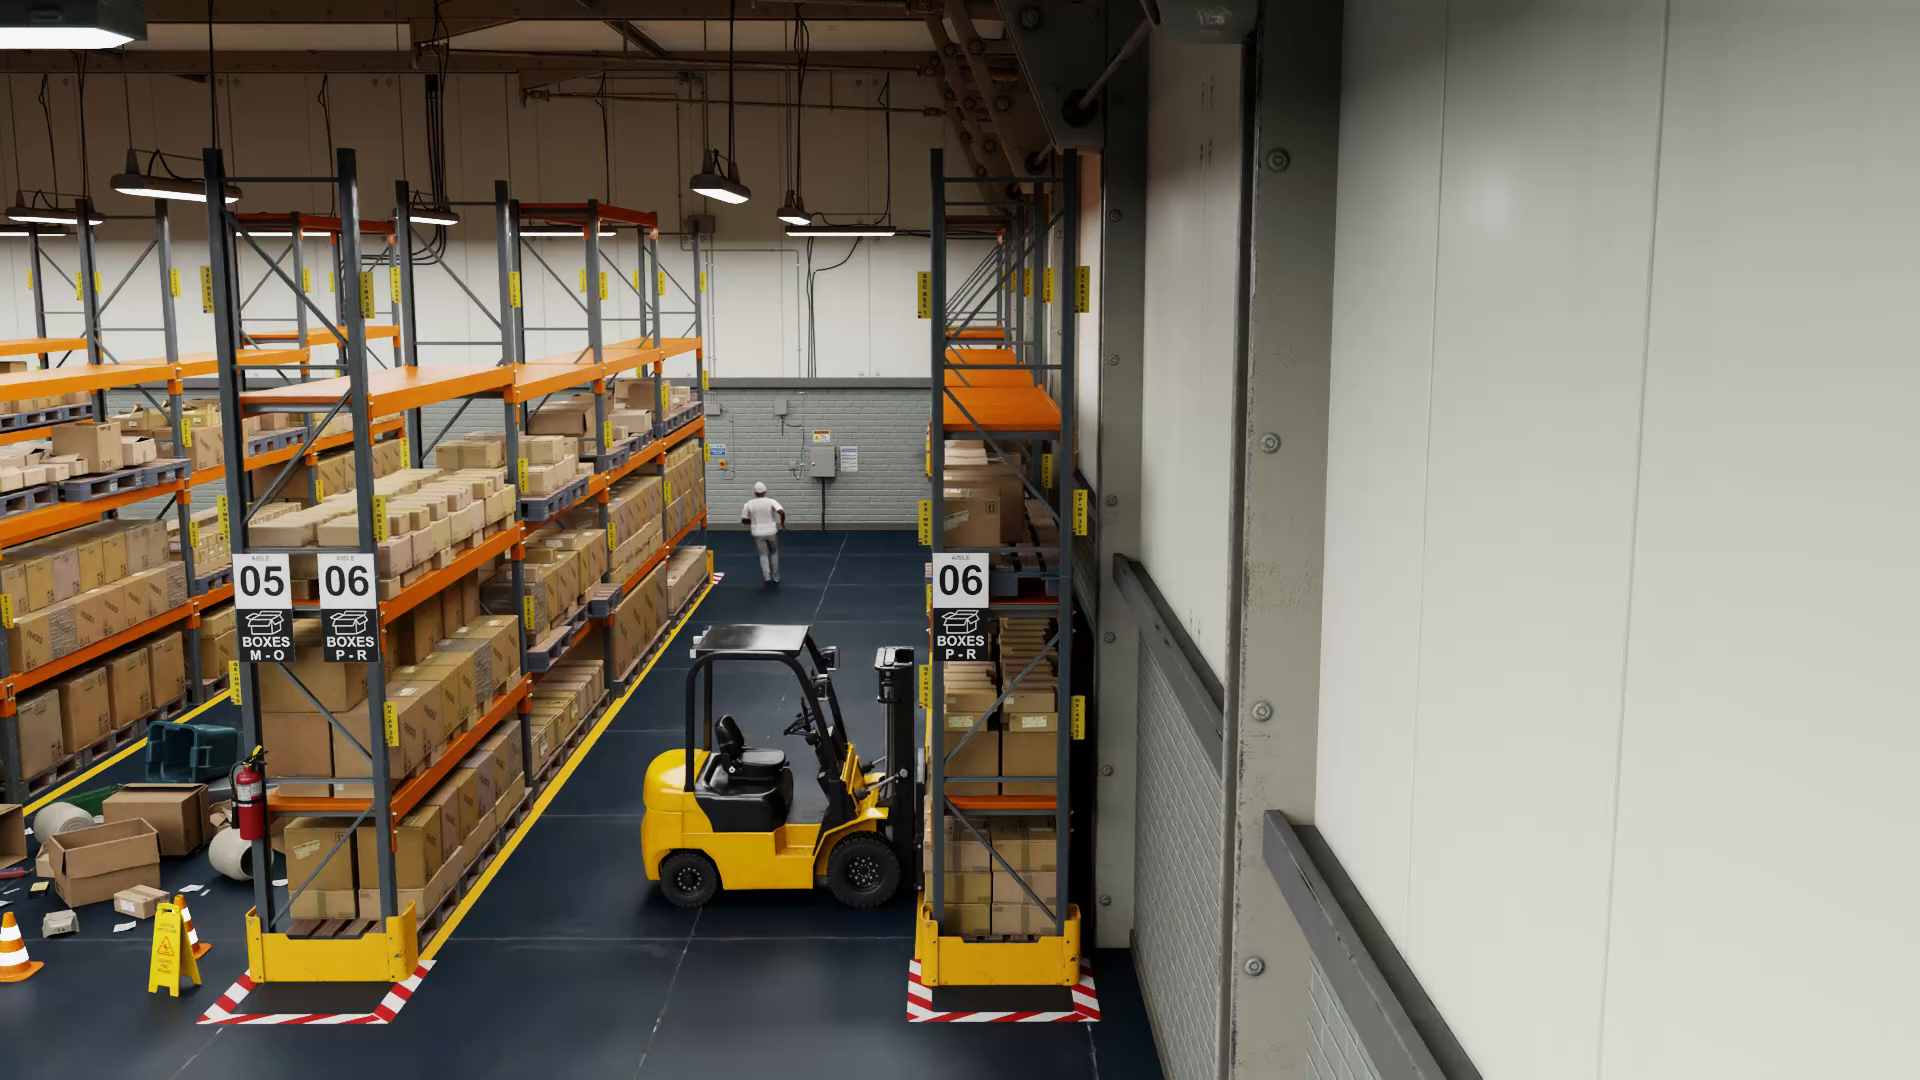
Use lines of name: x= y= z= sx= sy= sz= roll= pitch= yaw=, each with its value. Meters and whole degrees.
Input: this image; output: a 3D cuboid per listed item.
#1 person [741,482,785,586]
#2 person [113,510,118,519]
person: x=-3.238 y=-0.065 z=27.408 sx=0.725 sy=1.785 sz=0.919 roll=-1 pitch=9 yaw=-5
person: x=-12.919 y=0.316 z=25.456 sx=0.552 sy=1.617 sz=0.599 roll=-1 pitch=9 yaw=-5
